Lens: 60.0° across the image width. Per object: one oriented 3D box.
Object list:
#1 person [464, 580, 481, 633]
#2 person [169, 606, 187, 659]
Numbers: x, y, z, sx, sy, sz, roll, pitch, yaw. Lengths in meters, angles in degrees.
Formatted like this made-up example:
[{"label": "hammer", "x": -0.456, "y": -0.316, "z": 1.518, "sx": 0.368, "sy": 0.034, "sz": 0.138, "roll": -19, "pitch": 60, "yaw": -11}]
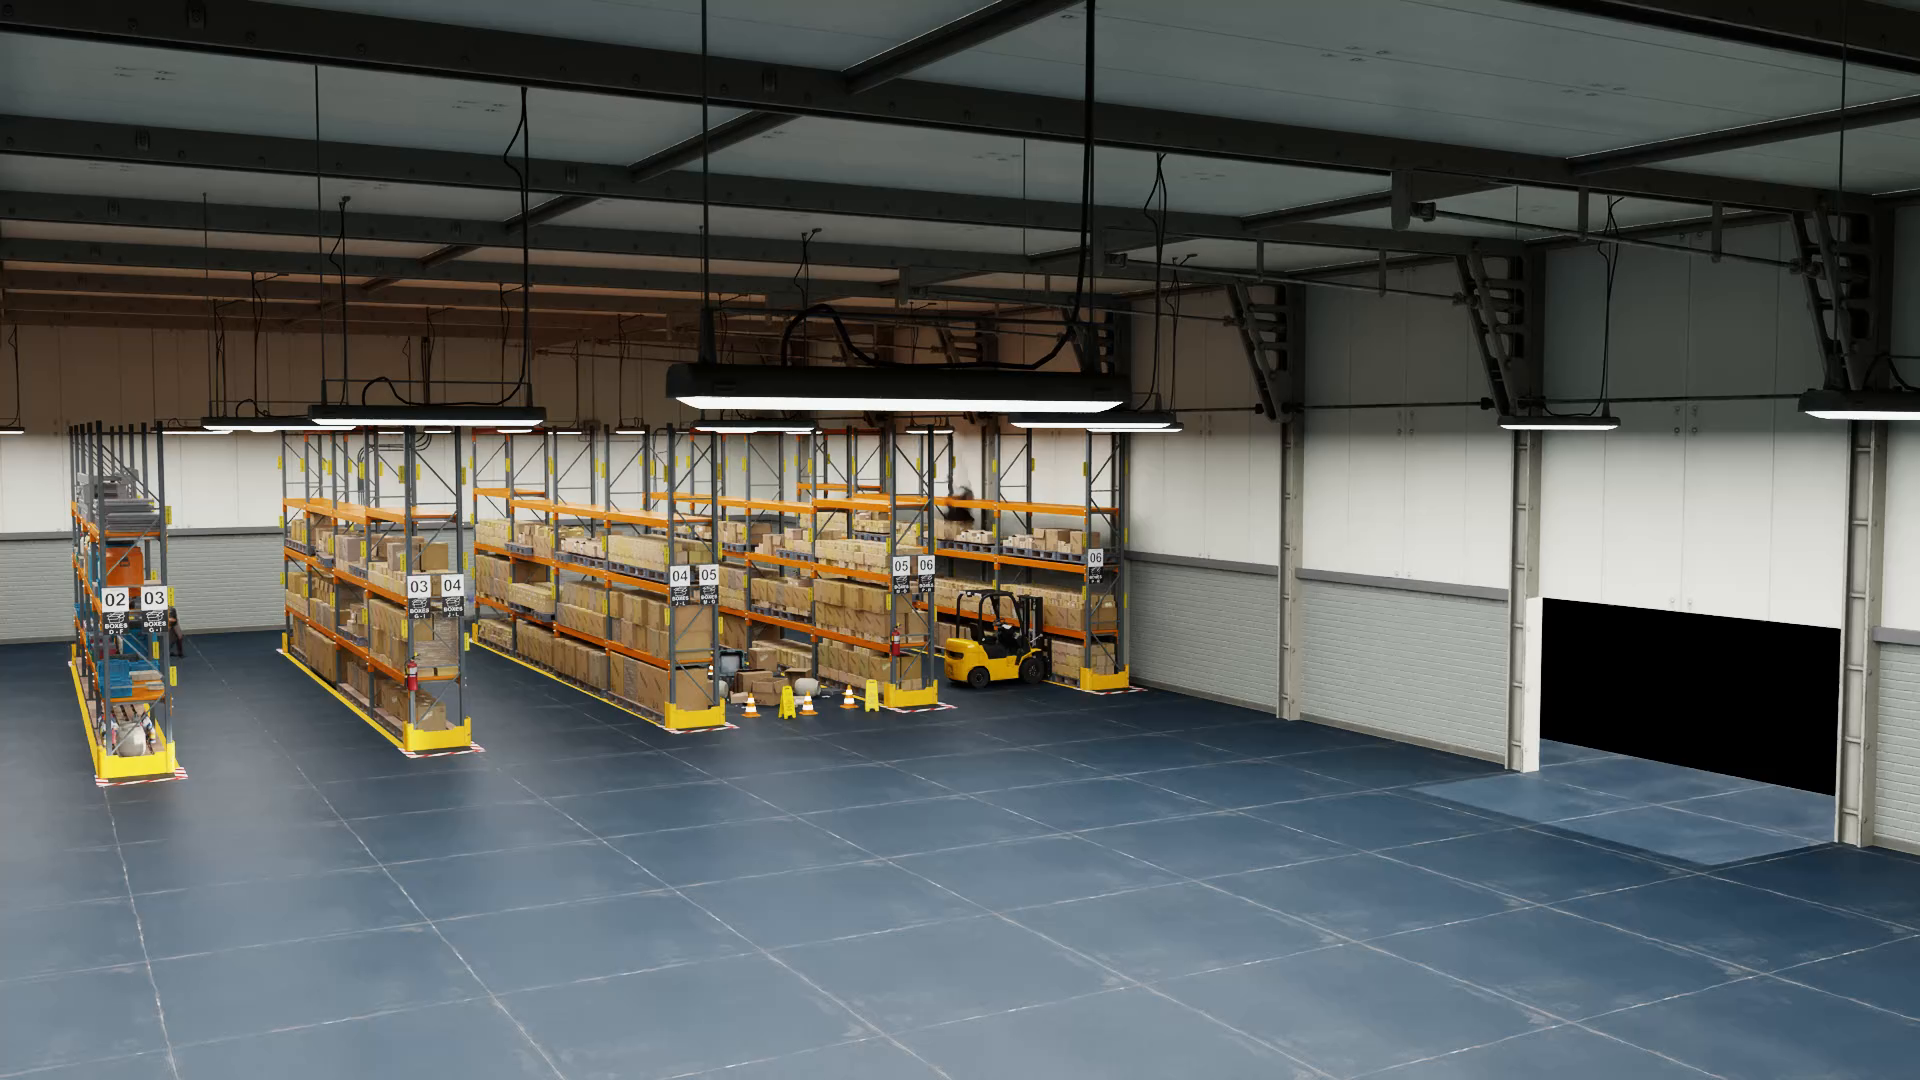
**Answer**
[{"label": "person", "x": -13.976, "y": 1.955, "z": 47.653, "sx": 0.595, "sy": 1.610, "sz": 1.000, "roll": 3, "pitch": 5, "yaw": 44}, {"label": "person", "x": -20.422, "y": 2.251, "z": 42.873, "sx": 0.682, "sy": 1.744, "sz": 0.660, "roll": 2, "pitch": 4, "yaw": 28}]
